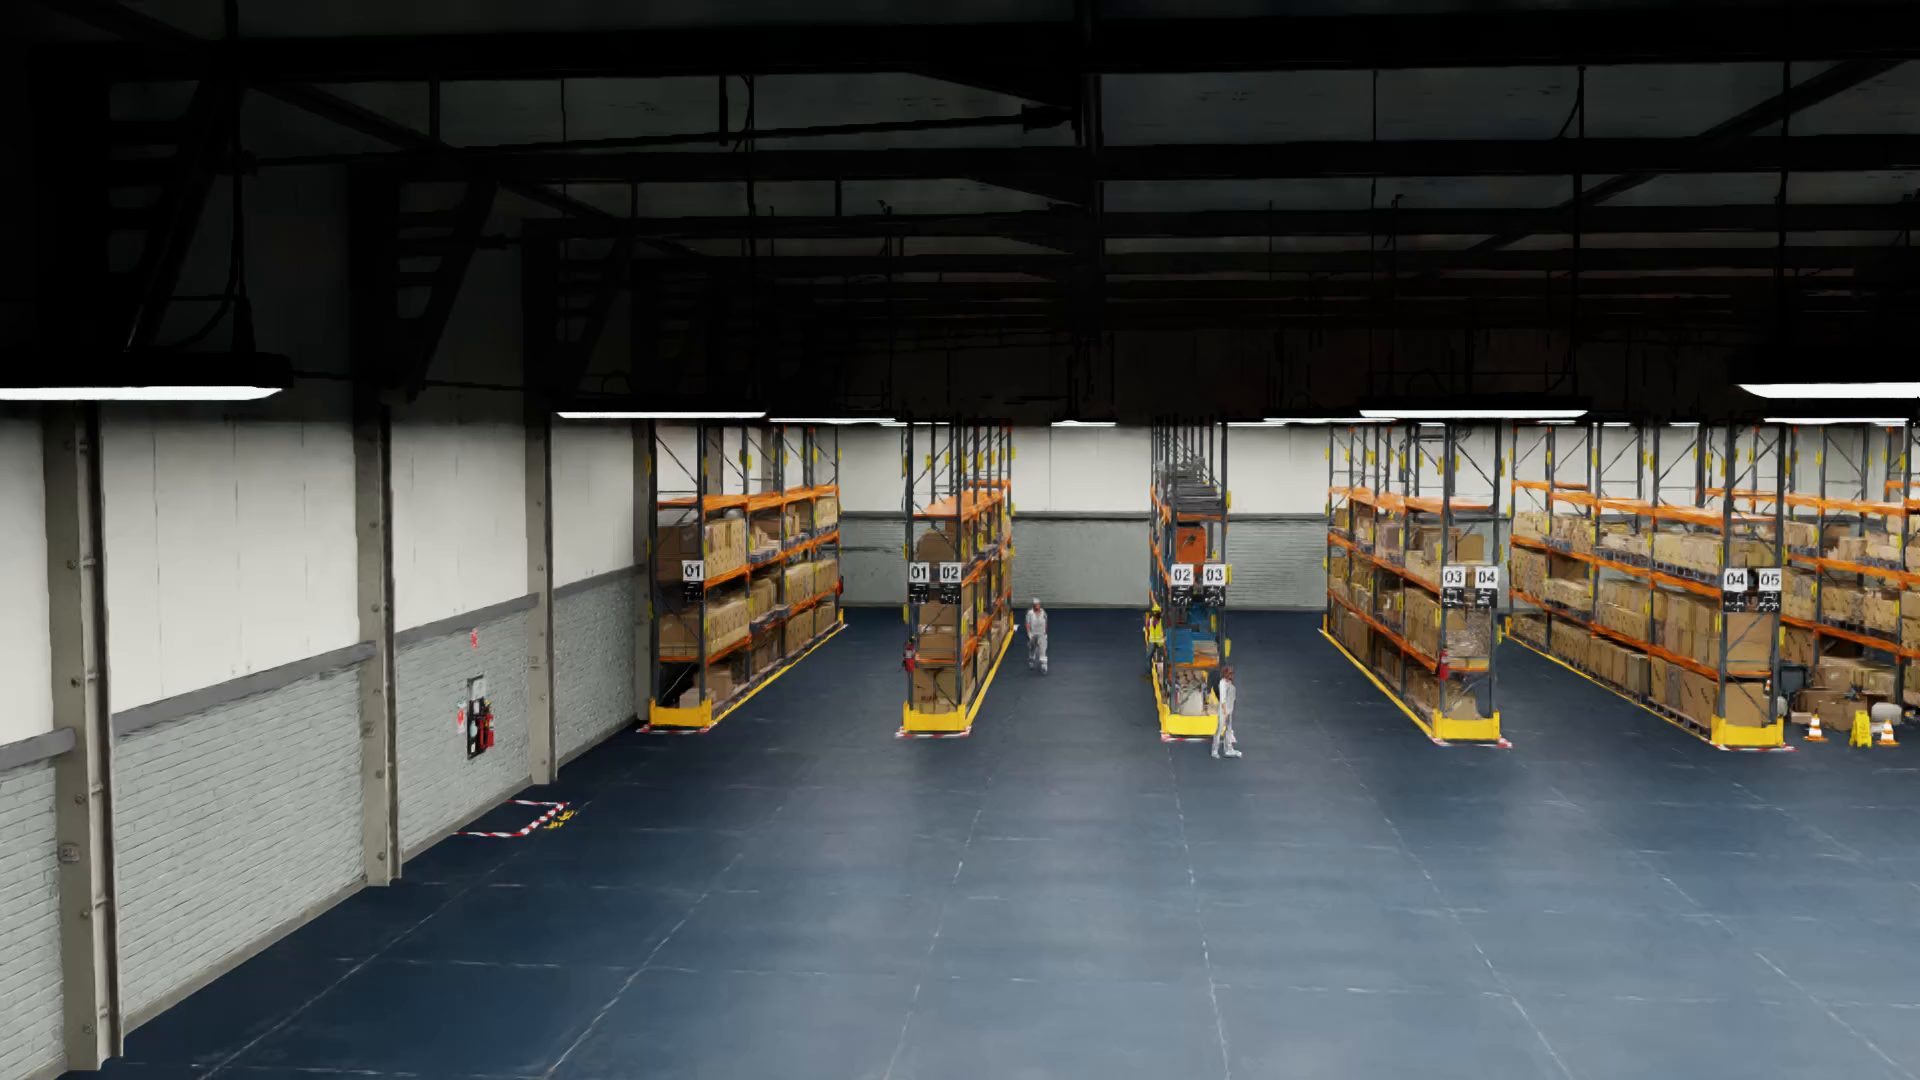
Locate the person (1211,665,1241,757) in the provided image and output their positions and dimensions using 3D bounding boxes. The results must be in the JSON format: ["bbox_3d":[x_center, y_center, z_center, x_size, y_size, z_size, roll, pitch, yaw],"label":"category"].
[{"bbox_3d":[4.613,2.973,28.944,0.434,1.598,0.529,2,4,29],"label":"person"}]

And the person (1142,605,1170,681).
[{"bbox_3d":[4.519,2.327,37.846,0.618,1.718,0.979,2,4,28],"label":"person"}]

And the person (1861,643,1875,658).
[{"bbox_3d":[22.567,2.029,41.561,0.581,1.768,0.641,2,4,30],"label":"person"}]

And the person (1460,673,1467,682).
[{"bbox_3d":[11.447,2.383,37.574,0.446,1.591,1.110,0,4,3],"label":"person"}]

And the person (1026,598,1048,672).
[{"bbox_3d":[1.803,2.217,39.092,0.528,1.728,1.032,0,4,-3],"label":"person"}]
